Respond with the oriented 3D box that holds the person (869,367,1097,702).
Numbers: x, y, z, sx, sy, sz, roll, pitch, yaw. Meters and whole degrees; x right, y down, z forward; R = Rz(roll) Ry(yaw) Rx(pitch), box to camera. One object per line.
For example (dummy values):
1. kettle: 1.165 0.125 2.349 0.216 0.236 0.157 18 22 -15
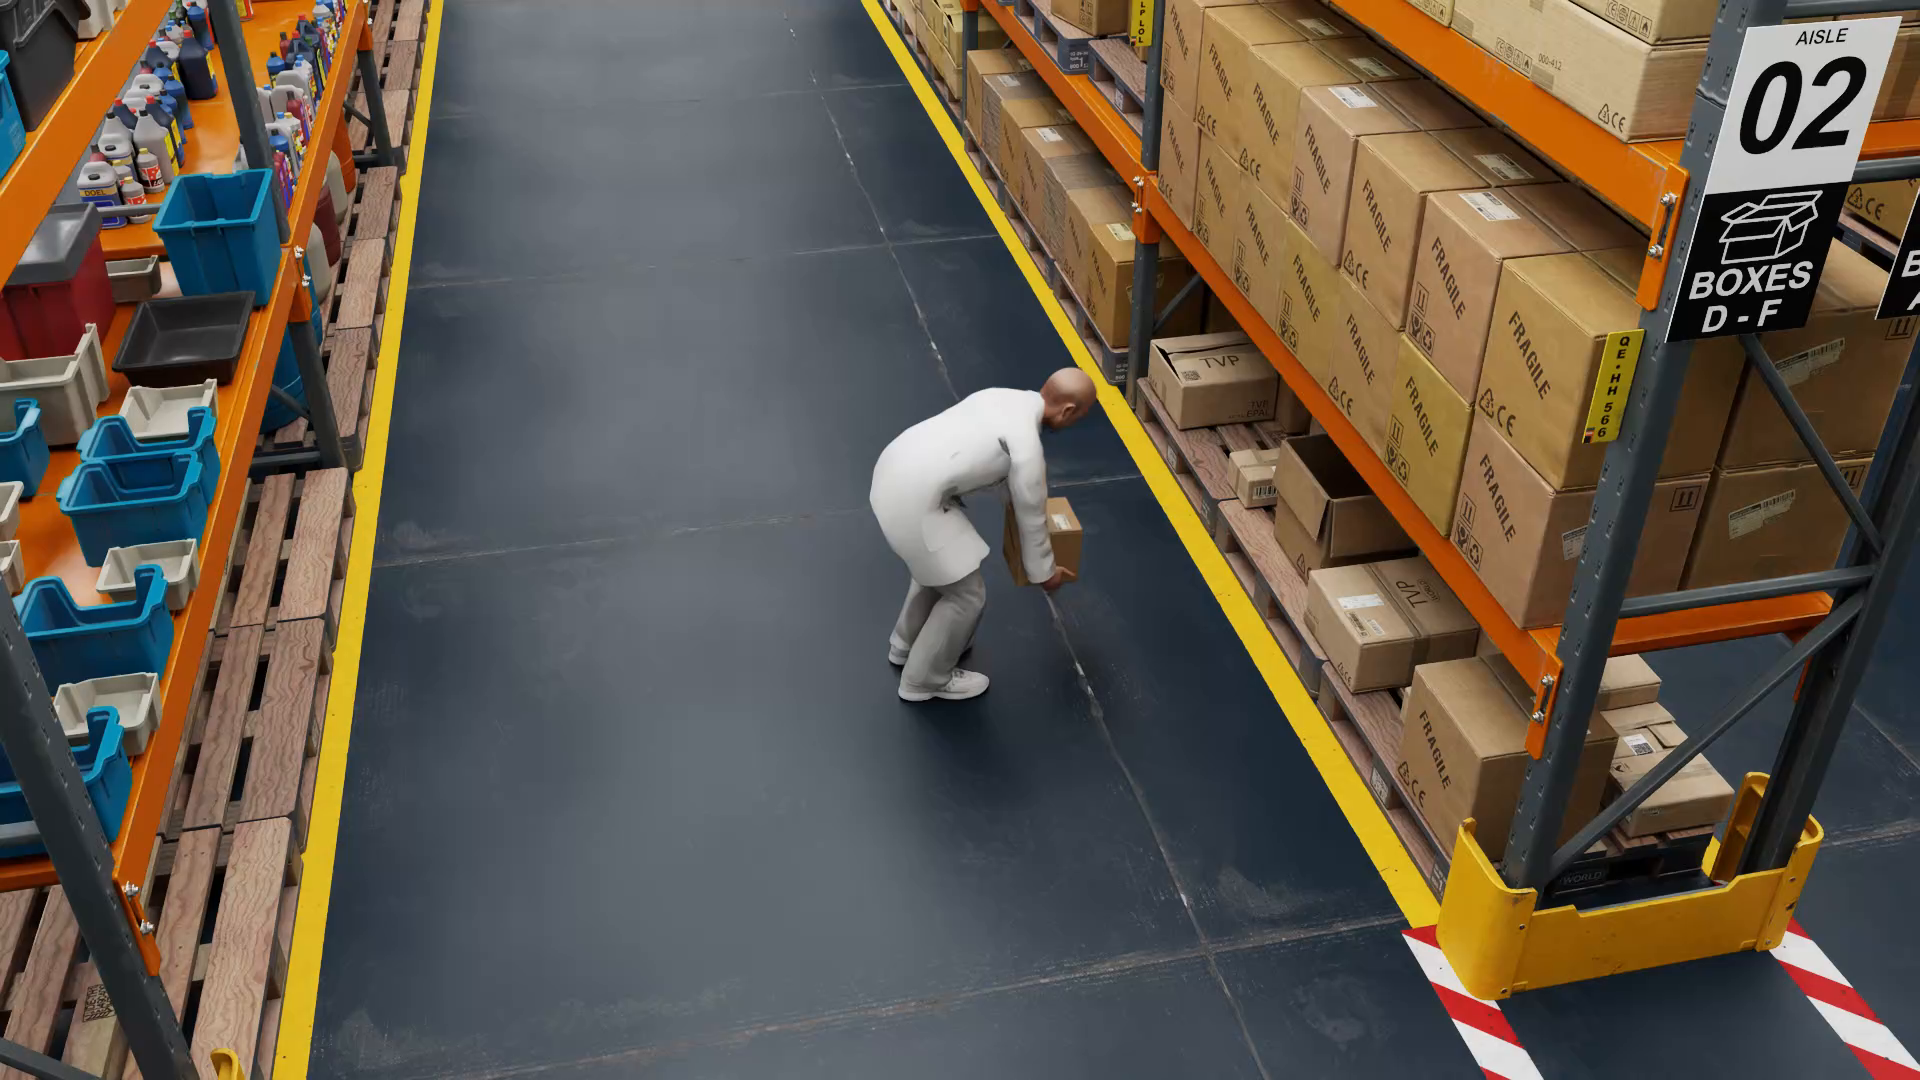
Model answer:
1. person: 0.094 -0.026 6.591 0.890 1.339 0.566 -8 35 -12
